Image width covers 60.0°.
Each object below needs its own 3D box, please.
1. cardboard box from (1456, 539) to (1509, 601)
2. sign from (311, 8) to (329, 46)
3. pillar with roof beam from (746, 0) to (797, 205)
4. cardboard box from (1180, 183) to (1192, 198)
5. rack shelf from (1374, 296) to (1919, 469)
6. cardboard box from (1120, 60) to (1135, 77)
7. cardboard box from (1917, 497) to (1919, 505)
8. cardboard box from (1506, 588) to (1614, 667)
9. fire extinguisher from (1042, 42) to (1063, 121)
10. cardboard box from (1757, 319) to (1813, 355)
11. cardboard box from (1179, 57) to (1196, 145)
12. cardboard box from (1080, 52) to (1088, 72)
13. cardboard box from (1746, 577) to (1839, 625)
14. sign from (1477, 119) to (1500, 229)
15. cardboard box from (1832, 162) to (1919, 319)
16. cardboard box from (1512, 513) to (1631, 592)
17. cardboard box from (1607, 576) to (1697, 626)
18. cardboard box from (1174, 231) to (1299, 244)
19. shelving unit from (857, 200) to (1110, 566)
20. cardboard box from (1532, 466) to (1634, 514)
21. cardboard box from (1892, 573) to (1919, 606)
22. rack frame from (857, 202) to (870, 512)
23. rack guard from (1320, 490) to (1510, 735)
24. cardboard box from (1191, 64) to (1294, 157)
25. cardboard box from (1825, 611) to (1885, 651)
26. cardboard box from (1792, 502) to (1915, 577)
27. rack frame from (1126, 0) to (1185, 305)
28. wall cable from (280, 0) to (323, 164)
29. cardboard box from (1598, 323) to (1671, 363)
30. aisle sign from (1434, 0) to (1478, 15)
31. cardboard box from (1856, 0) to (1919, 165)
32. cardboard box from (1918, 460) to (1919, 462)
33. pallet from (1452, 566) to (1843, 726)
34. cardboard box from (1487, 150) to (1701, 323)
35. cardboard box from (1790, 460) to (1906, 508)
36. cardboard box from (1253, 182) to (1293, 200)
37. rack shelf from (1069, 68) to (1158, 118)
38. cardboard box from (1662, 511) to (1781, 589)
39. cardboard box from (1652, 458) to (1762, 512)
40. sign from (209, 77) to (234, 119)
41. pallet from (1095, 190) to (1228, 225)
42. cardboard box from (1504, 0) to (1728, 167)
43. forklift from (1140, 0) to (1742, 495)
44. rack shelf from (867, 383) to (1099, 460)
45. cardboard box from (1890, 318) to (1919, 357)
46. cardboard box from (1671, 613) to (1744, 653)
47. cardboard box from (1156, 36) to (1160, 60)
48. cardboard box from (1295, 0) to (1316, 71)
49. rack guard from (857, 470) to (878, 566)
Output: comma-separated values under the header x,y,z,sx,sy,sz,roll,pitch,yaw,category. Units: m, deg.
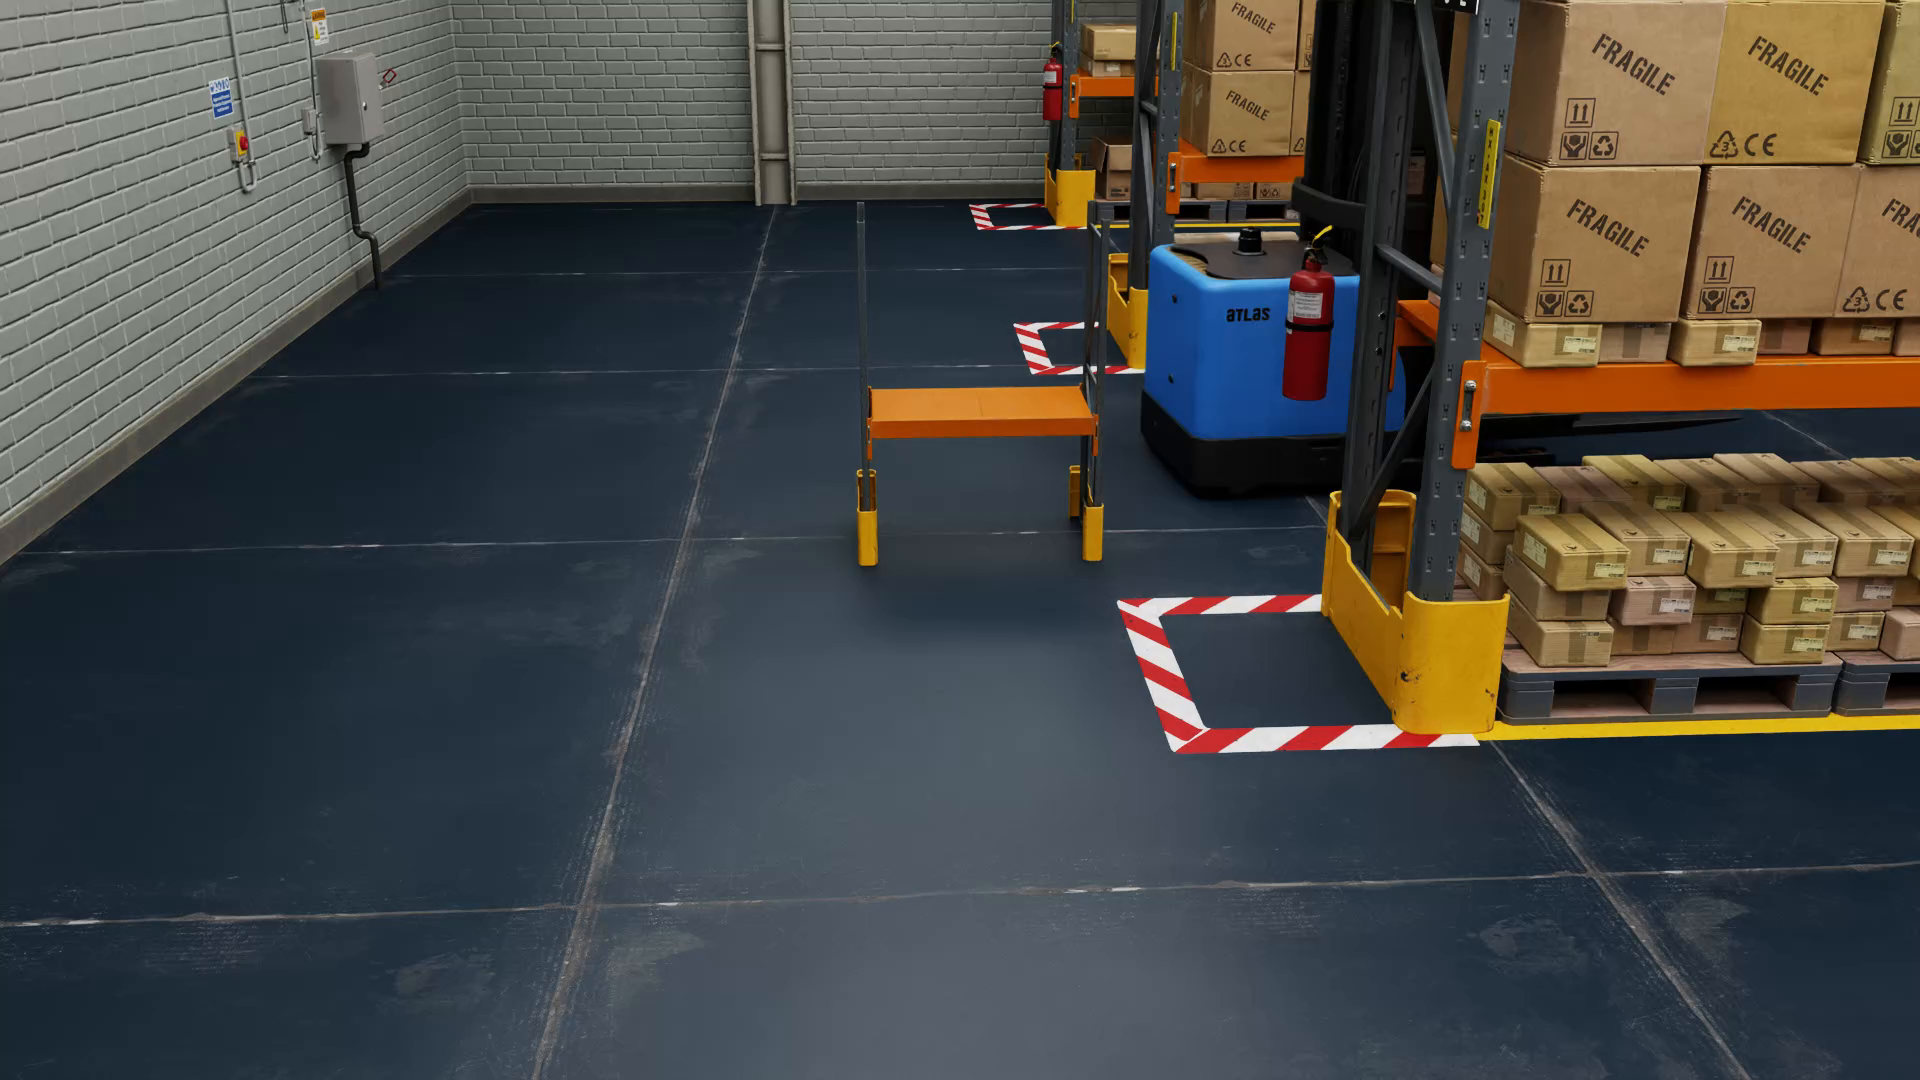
x,y,z,sx,sy,sz,roll,pitch,yaw,category
2.127,0.124,6.496,0.250,0.149,0.380,-1,21,-2,cardboard box
-4.576,-3.672,11.889,0.001,0.242,0.339,-1,21,-3,sign
-1.555,-5.986,10.698,0.400,9.000,9.100,-1,21,-3,pillar with roof beam
1.985,-3.284,15.448,0.250,0.149,0.380,-2,21,-5,cardboard box
3.610,-0.632,6.075,4.000,0.370,1.077,-1,21,-3,rack shelf
1.538,-4.260,14.948,0.250,0.149,0.380,-1,21,-2,cardboard box
3.714,-0.032,6.069,0.250,0.149,0.380,-1,21,-3,cardboard box
2.154,0.312,6.002,0.250,0.149,0.380,-1,21,-2,cardboard box
0.822,-4.069,14.726,0.183,0.674,0.296,-1,21,-3,fire extinguisher
2.730,-0.760,5.755,0.250,0.149,0.380,0,21,-1,cardboard box
1.696,-2.834,10.708,0.500,0.500,0.500,-1,21,-3,cardboard box
1.258,-4.431,15.397,0.250,0.149,0.380,-1,21,-4,cardboard box
2.929,0.162,5.978,0.250,0.149,0.380,-1,21,-1,cardboard box
1.644,-1.139,5.180,0.005,0.325,0.100,-1,21,-3,sign
3.100,-1.049,5.603,0.500,0.500,0.500,-1,21,-2,cardboard box
2.156,0.041,5.878,0.250,0.149,0.380,-2,21,-6,cardboard box
2.427,0.165,5.970,0.250,0.149,0.380,-1,21,-3,cardboard box
1.883,-1.731,10.963,0.875,0.438,0.875,-2,21,-5,cardboard box
0.076,-0.702,7.358,1.083,1.500,0.587,-1,21,-3,shelving unit
2.381,-0.155,6.392,0.250,0.149,0.380,-1,21,-2,cardboard box
3.457,0.103,6.134,0.250,0.149,0.380,0,21,0,cardboard box
-0.422,-0.692,7.332,0.032,1.500,0.500,-1,21,-3,rack frame
1.689,0.240,6.289,0.348,0.500,1.175,-1,21,-3,rack guard
1.725,-2.638,10.194,0.500,0.500,0.500,-1,21,-3,cardboard box
3.169,0.265,6.126,0.250,0.149,0.380,-1,21,-3,cardboard box
3.203,-0.004,5.995,0.250,0.149,0.380,0,21,-1,cardboard box
1.230,-2.683,10.454,0.127,3.000,1.000,-1,21,-3,rack frame
-4.491,-3.539,11.273,0.122,1.984,0.588,-1,21,-3,wall cable
2.207,-0.720,5.649,0.250,0.149,0.380,0,21,-1,cardboard box
1.557,-2.034,5.094,0.004,0.787,0.394,-1,21,-3,aisle sign
3.100,-1.510,5.408,0.500,0.500,0.500,-2,21,-4,cardboard box
3.938,-0.185,6.472,0.250,0.149,0.380,-2,21,-5,cardboard box
2.502,0.371,6.351,1.213,0.211,1.003,-1,21,-3,pallet
2.077,-1.024,5.536,0.500,0.500,0.500,0,21,0,cardboard box
3.429,-0.179,6.456,0.250,0.149,0.380,-2,21,-5,cardboard box
2.948,-3.432,15.343,0.500,0.500,0.500,-1,21,-2,cardboard box
2.939,-4.151,15.319,4.000,0.370,1.077,-1,21,-3,rack shelf
2.683,0.033,5.899,0.250,0.149,0.380,-1,21,-3,cardboard box
2.895,-0.188,6.479,0.250,0.149,0.380,-2,21,-5,cardboard box
-4.457,-2.669,10.035,0.001,0.218,0.327,-1,21,-3,sign
1.814,-3.161,15.628,1.213,0.211,1.003,-1,21,-3,pallet
2.076,-1.495,5.368,0.500,0.500,0.500,-1,21,-3,cardboard box
2.536,-1.826,8.298,3.031,2.935,1.130,-3,21,-9,forklift
0.085,-0.535,7.423,1.000,0.185,0.538,-1,21,-3,rack shelf
3.250,-0.752,5.733,0.250,0.149,0.380,-2,21,-4,cardboard box
2.659,0.270,6.112,0.250,0.149,0.380,-1,21,-2,cardboard box
1.914,-4.439,14.858,0.500,0.250,0.500,-1,21,-2,cardboard box
2.240,-3.119,10.052,0.500,0.500,0.500,-2,21,-5,cardboard box
-0.421,-0.108,7.554,0.087,0.250,0.587,-1,21,-3,rack guard
